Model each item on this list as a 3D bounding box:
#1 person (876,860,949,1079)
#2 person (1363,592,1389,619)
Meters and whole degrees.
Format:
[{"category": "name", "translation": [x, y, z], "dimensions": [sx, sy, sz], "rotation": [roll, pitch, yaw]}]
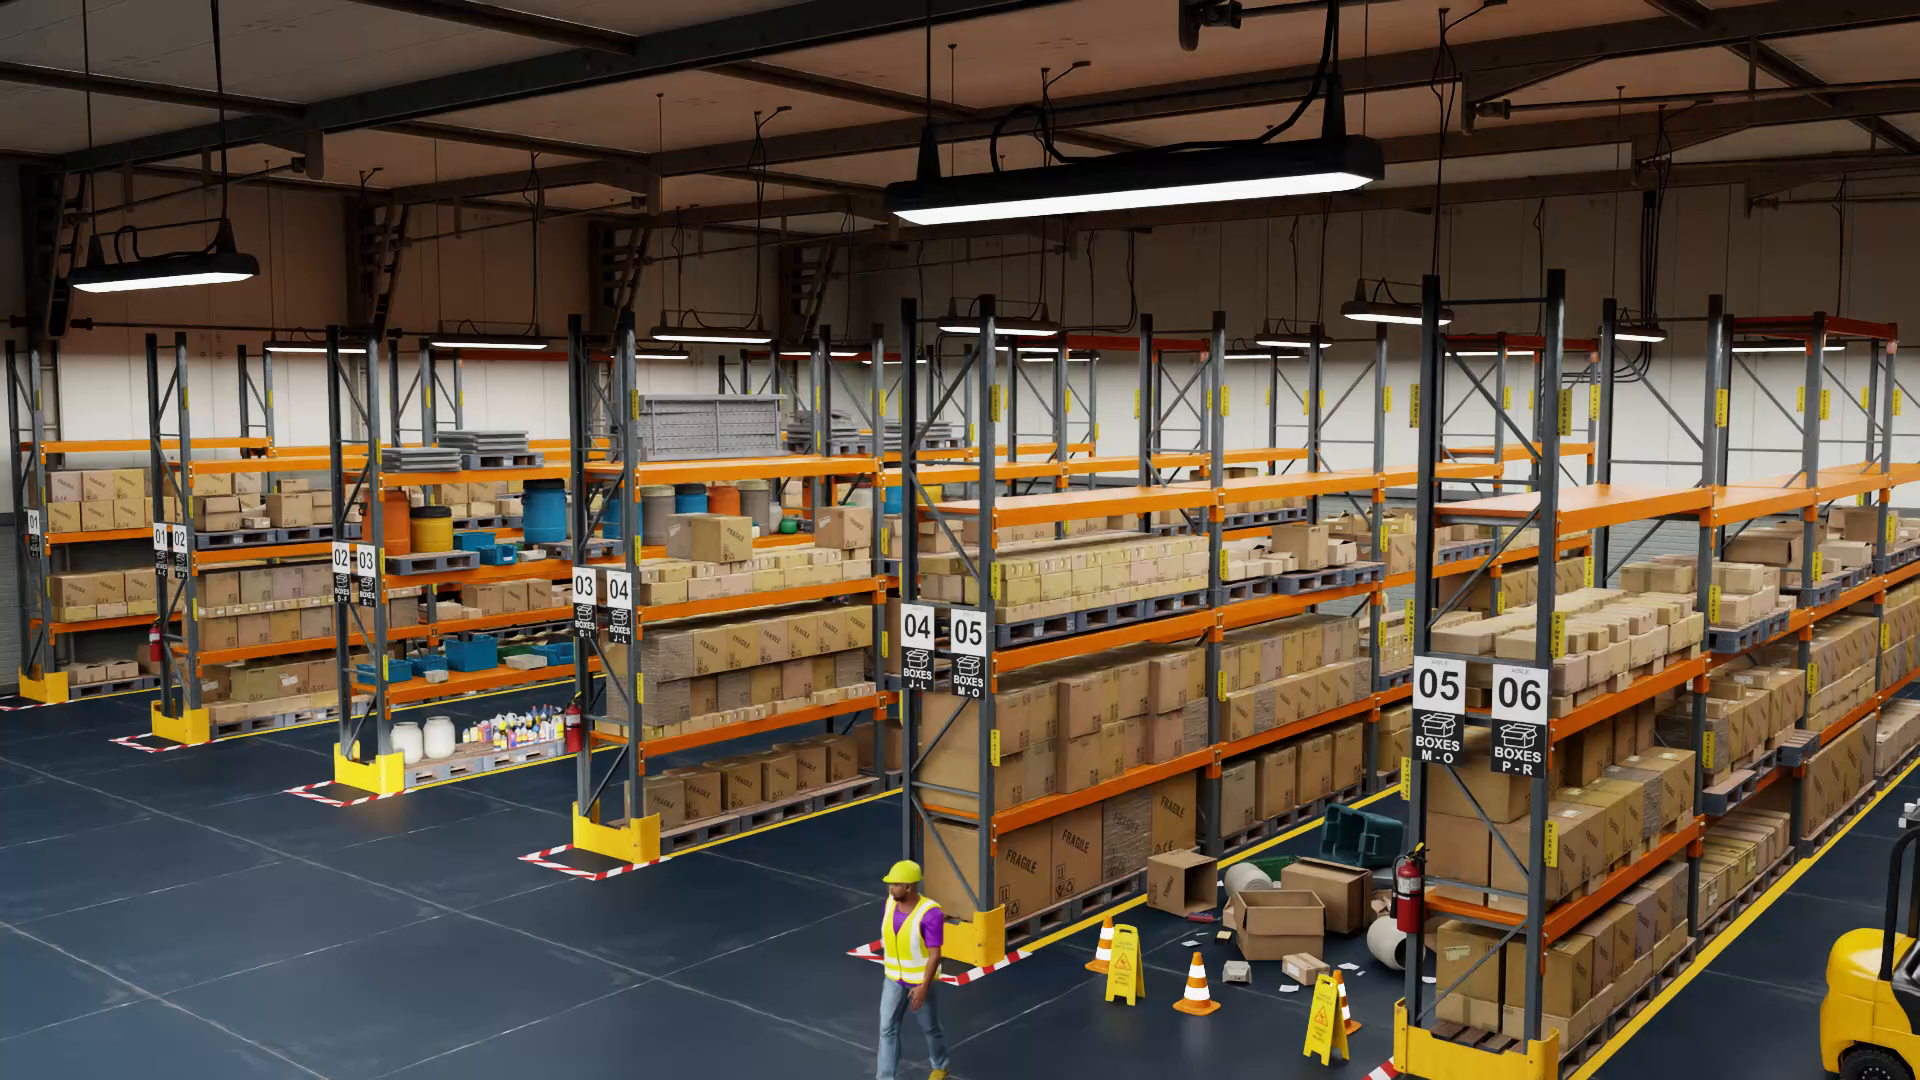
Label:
[{"category": "person", "translation": [-0.400, 3.189, 12.087], "dimensions": [0.599, 1.722, 0.930], "rotation": [3, 6, 31]}, {"category": "person", "translation": [7.854, 1.512, 31.389], "dimensions": [0.454, 1.599, 1.096], "rotation": [1, 5, 10]}]
